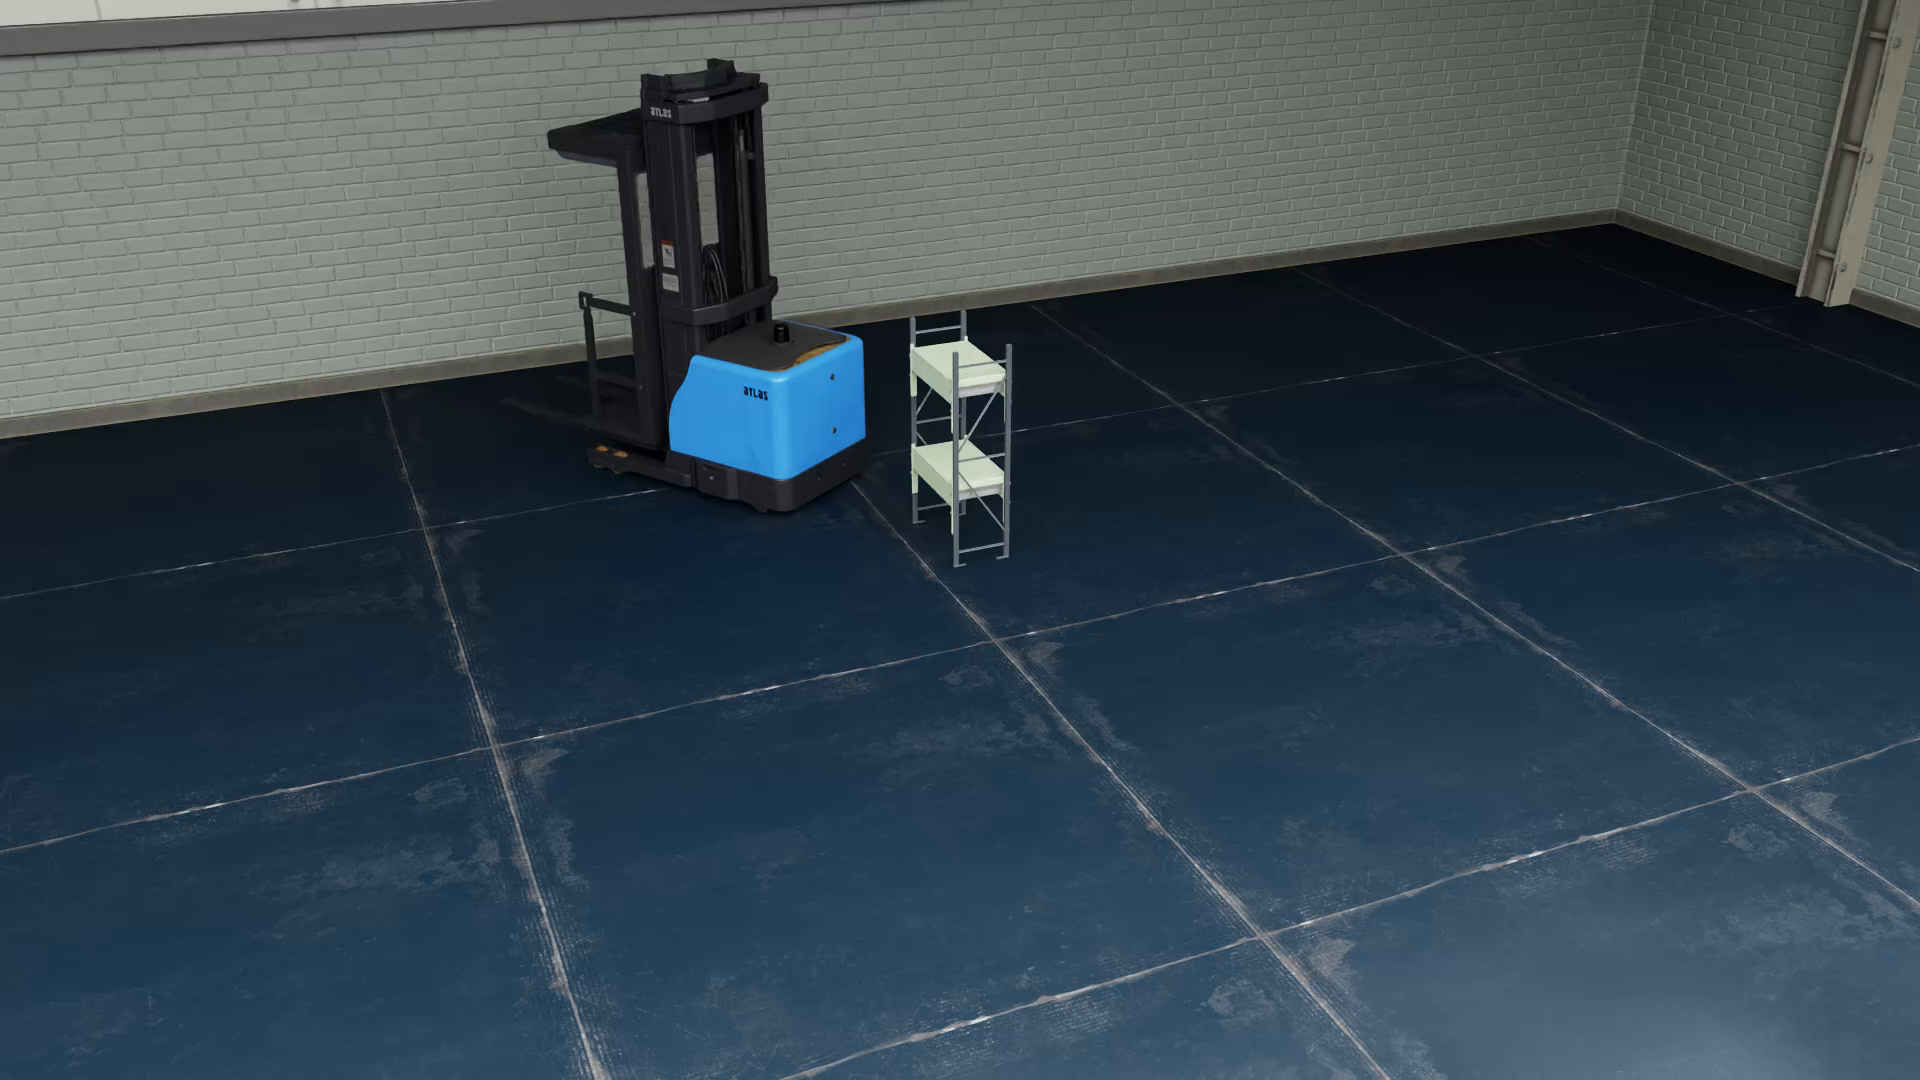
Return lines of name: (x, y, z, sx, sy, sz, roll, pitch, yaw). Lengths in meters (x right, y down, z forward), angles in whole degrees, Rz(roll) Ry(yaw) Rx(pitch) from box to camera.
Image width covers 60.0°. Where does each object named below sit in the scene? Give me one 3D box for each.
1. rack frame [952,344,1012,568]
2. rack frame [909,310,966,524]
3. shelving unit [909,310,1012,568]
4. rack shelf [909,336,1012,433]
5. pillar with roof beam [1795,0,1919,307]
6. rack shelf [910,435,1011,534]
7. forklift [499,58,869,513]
rack frame: (0.141, -0.529, 10.770, 0.400, 1.500, 0.023, -11, 28, -21)
rack frame: (-0.146, -0.824, 11.375, 0.400, 1.500, 0.023, -11, 28, -21)
shelving unit: (-0.003, -0.677, 11.073, 0.431, 1.500, 0.755, -11, 28, -21)
rack shelf: (-0.003, -1.027, 10.901, 0.431, 0.370, 0.720, -11, 28, -21)
pillar with roof beam: (4.443, -5.650, 12.711, 9.100, 9.000, 0.400, -11, 28, -21)
rack shelf: (-0.003, -0.384, 11.216, 0.431, 0.370, 0.720, -11, 28, -21)
forklift: (-2.196, -1.985, 12.122, 3.031, 2.935, 1.130, 16, 30, 29)
